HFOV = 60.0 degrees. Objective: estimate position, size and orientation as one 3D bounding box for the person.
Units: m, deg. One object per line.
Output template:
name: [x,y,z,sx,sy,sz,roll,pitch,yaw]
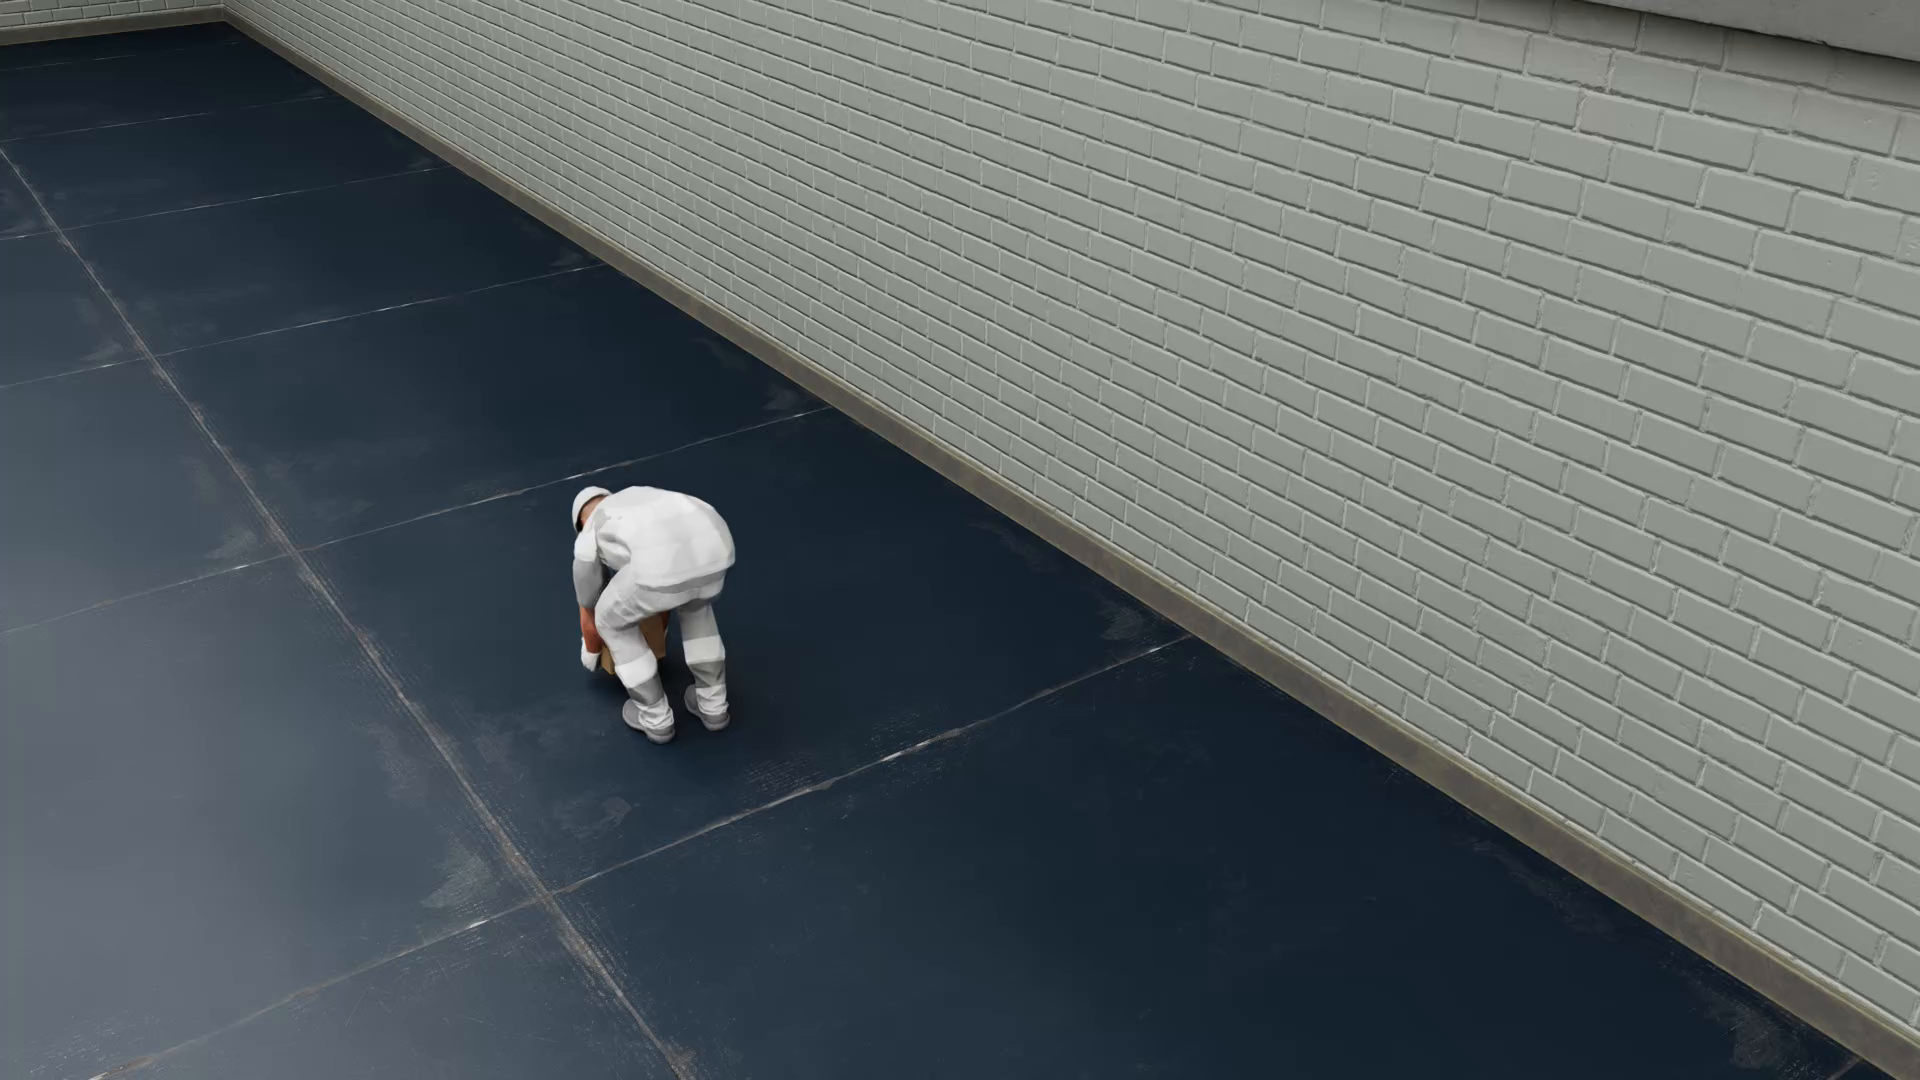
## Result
person: [-1.225,0.221,6.503,0.517,1.010,0.952,-20,34,-33]
